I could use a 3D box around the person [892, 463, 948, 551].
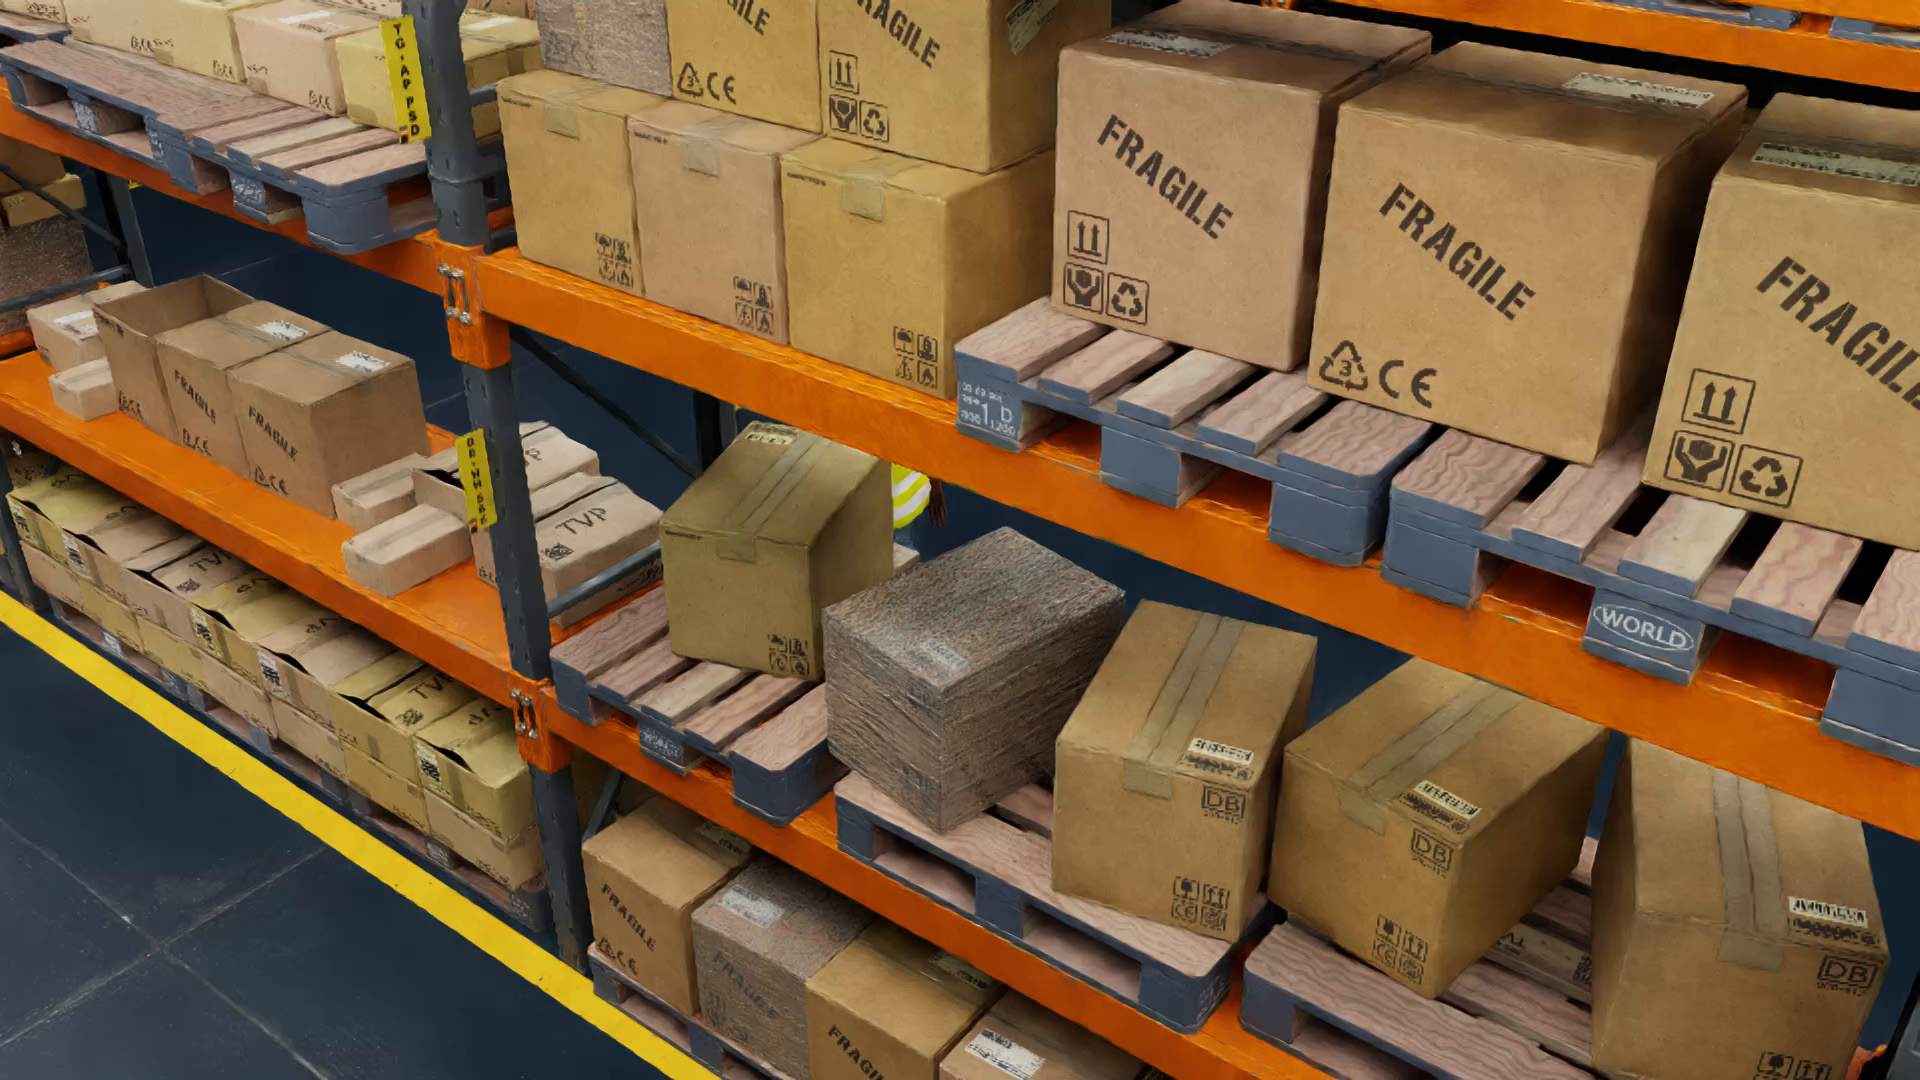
[{"bbox_3d":[-0.386,-0.170,7.395,1.041,1.703,0.584,14,33,22],"label":"person"}]
